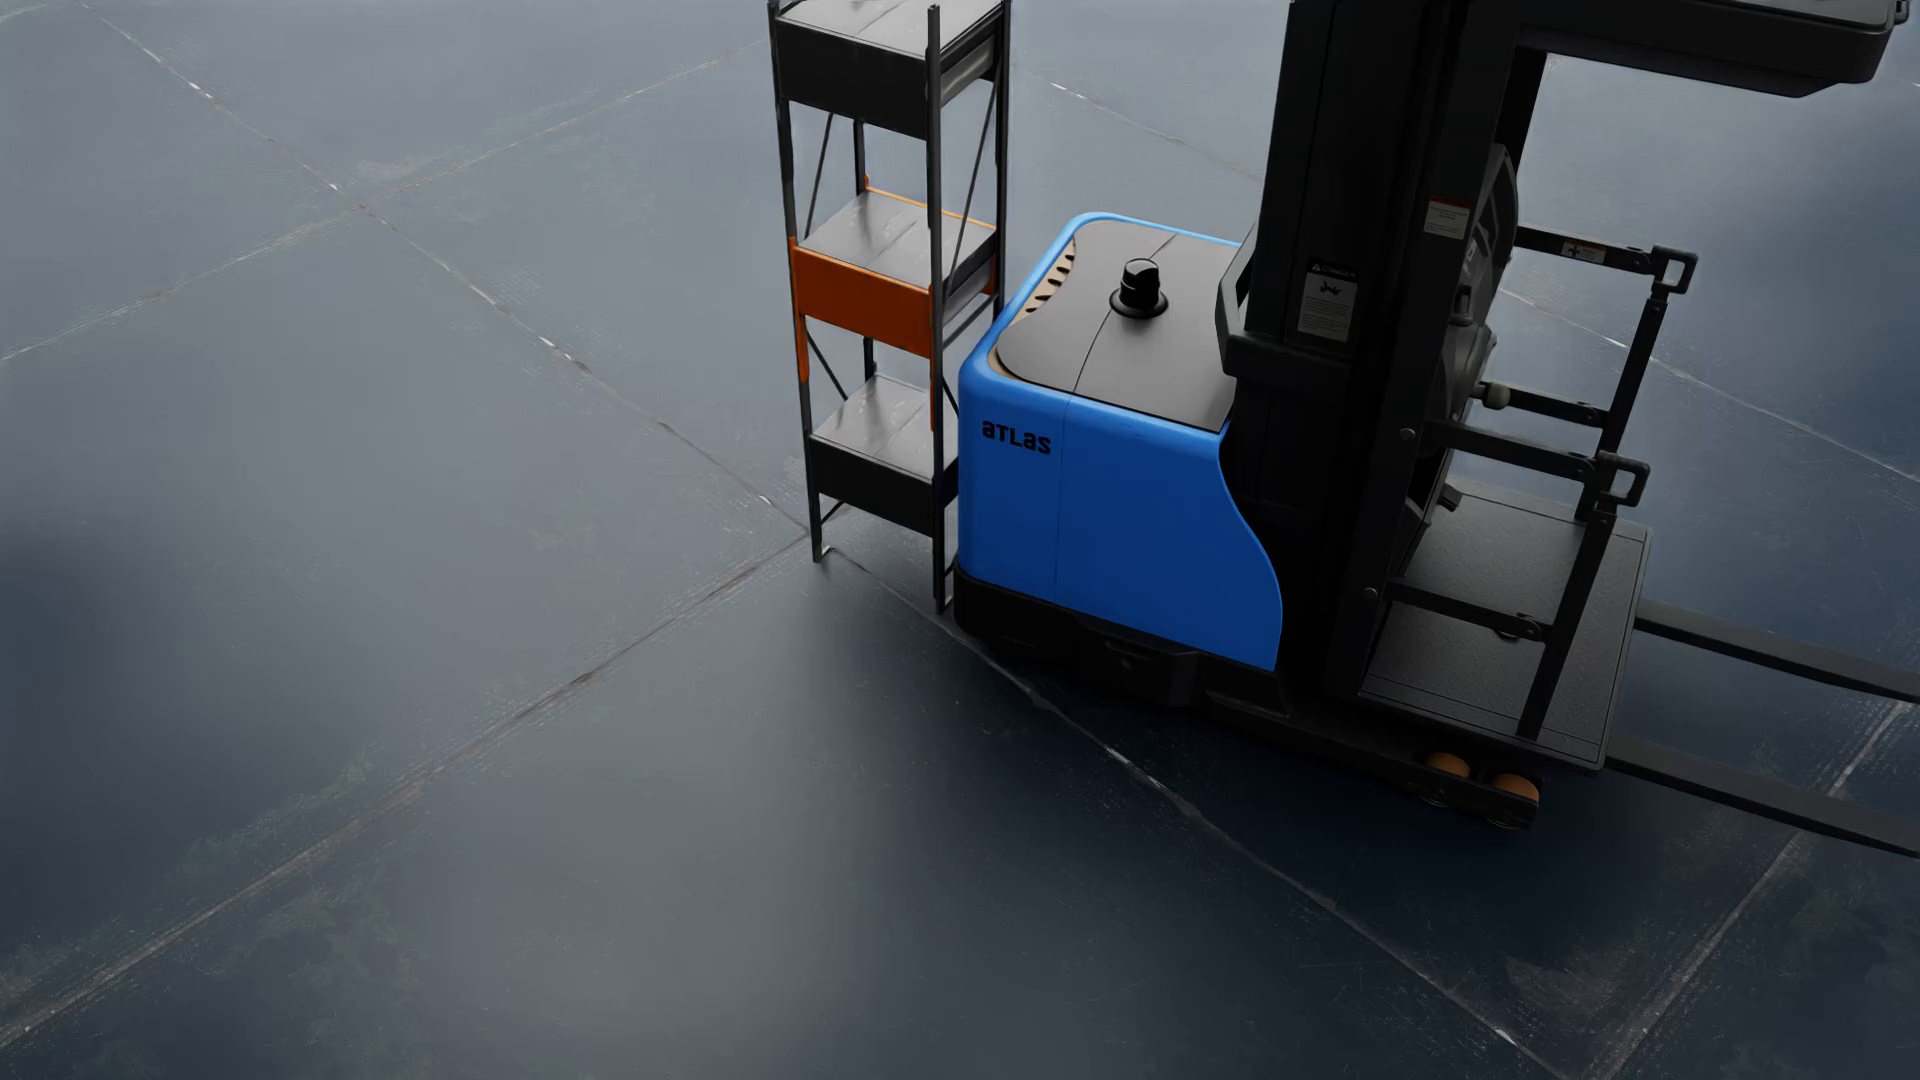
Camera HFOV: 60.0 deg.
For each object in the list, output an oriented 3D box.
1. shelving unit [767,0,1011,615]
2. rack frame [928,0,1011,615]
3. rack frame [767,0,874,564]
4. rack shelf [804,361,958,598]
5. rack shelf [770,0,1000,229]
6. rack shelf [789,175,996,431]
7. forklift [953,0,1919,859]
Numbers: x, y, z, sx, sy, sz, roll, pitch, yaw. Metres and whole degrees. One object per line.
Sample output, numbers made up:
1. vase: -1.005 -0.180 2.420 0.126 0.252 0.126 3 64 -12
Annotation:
1. shelving unit: -0.183 -0.726 4.988 0.503 2.100 0.431 22 47 22
2. rack frame: 0.028 -0.642 4.897 0.015 2.100 0.400 22 47 22
3. rack frame: -0.393 -0.809 5.079 0.015 2.100 0.400 22 47 22
4. rack shelf: -0.183 -0.201 5.472 0.480 0.518 0.431 22 47 22
5. rack shelf: -0.183 -1.230 4.522 0.480 0.518 0.431 22 47 22
6. rack shelf: -0.183 -0.716 4.997 0.480 0.518 0.431 22 47 22
7. forklift: 1.541 -0.650 4.294 3.031 2.935 1.130 17 45 18
